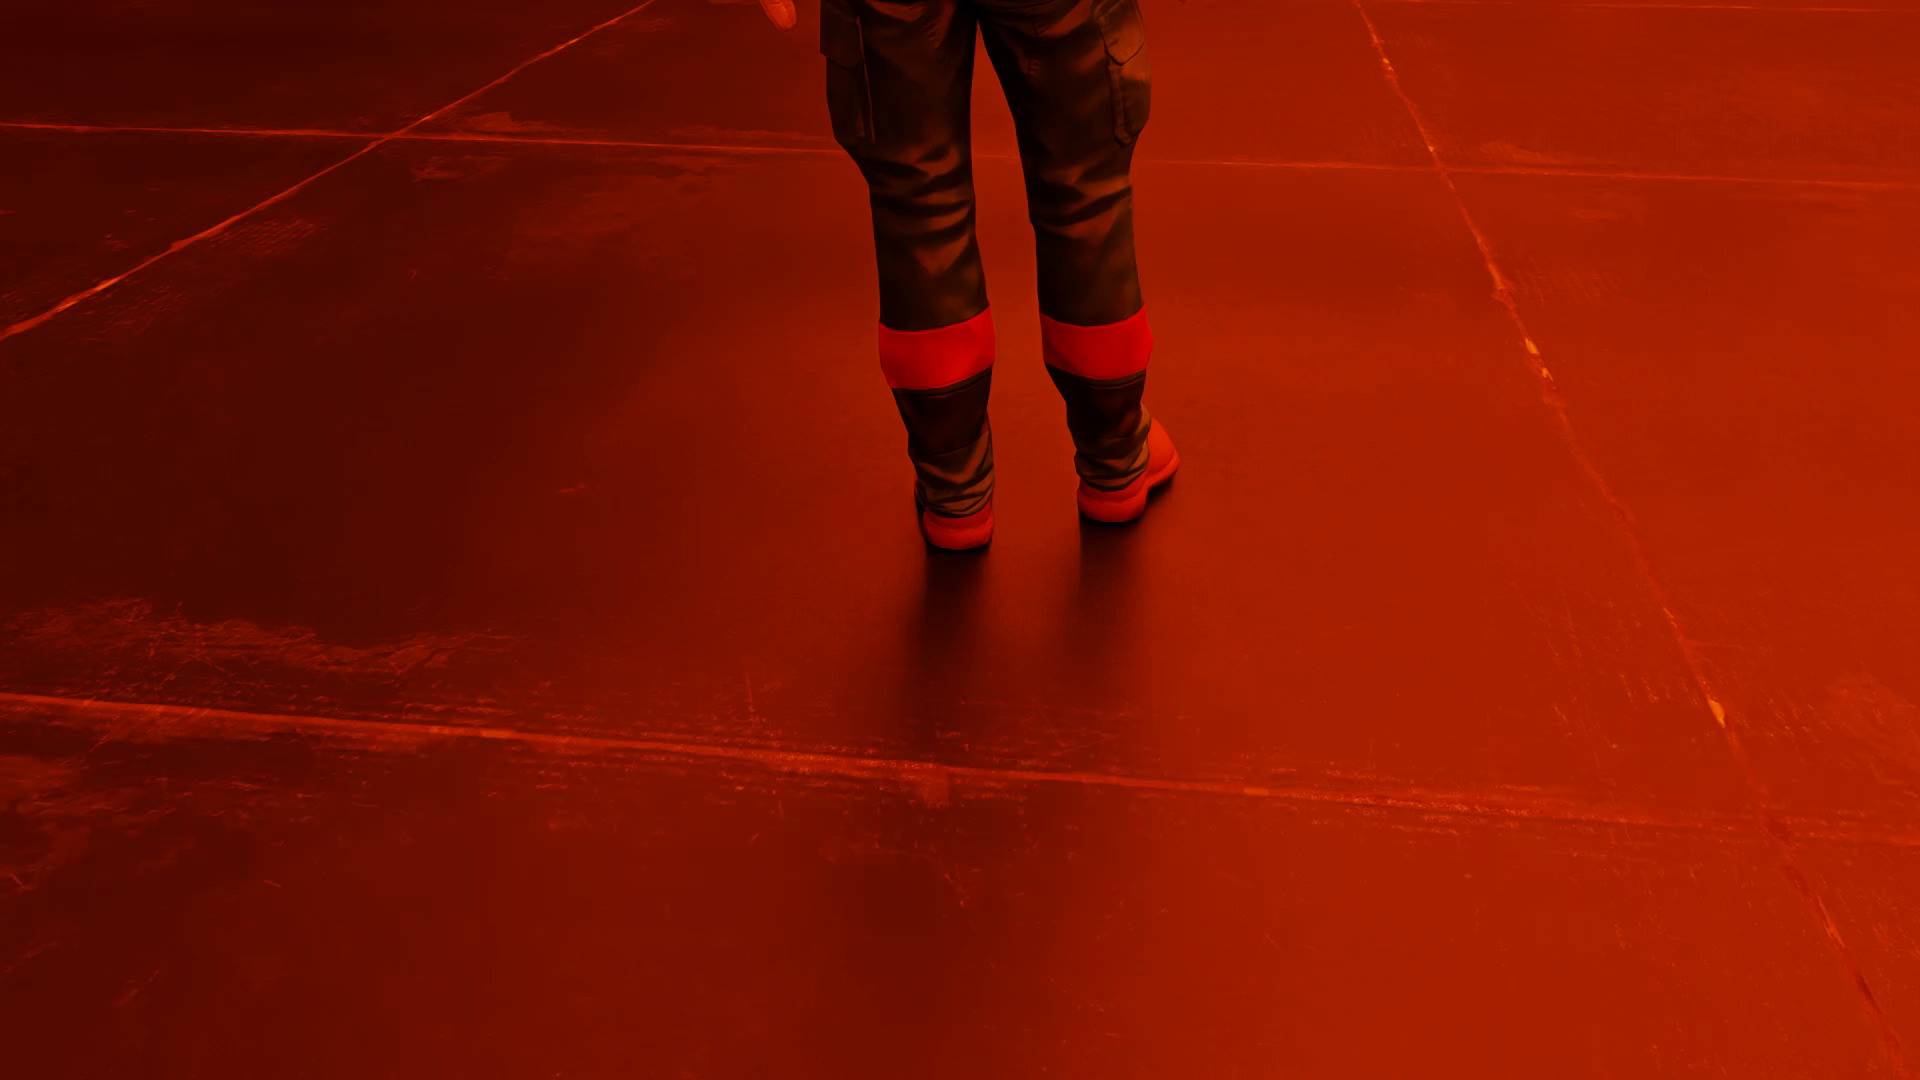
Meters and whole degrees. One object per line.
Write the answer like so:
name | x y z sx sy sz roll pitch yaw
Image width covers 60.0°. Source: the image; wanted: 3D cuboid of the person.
person | 0.023 -0.840 2.168 0.637 1.782 0.564 3 27 7
